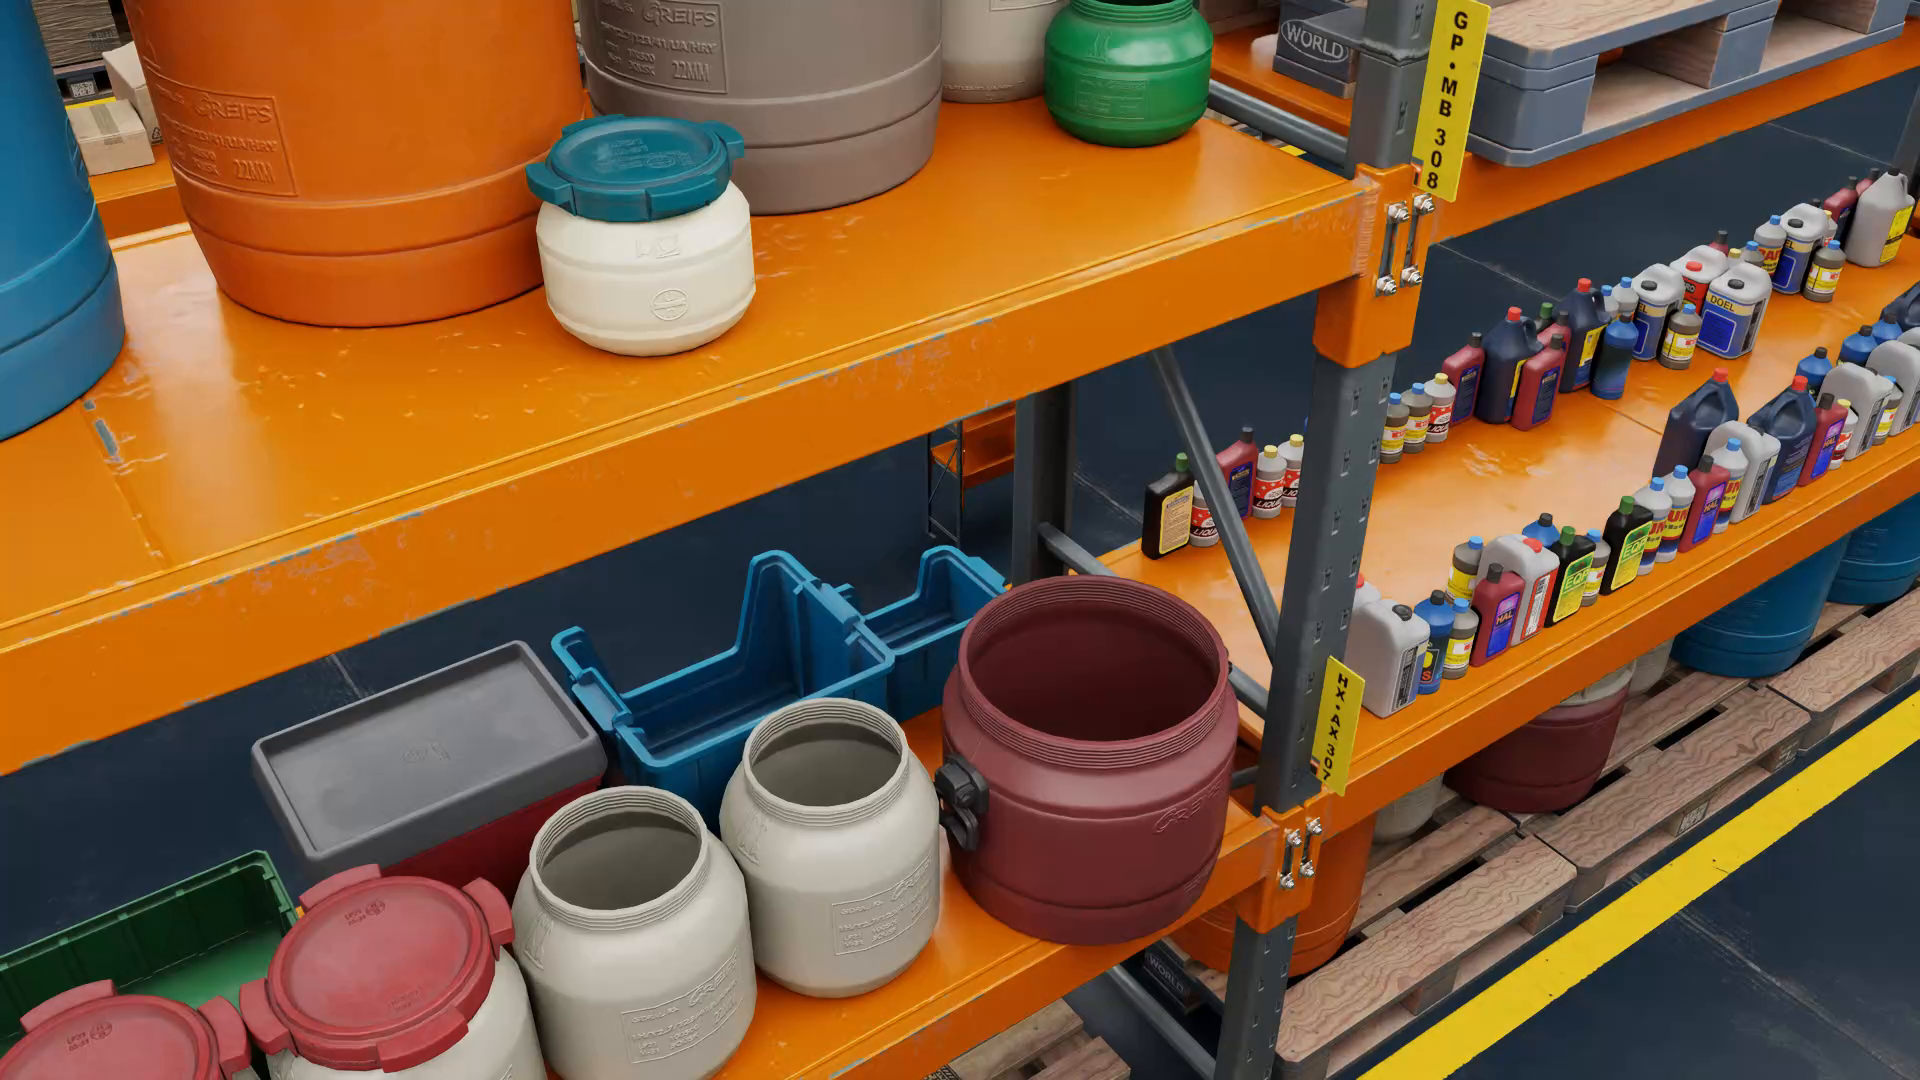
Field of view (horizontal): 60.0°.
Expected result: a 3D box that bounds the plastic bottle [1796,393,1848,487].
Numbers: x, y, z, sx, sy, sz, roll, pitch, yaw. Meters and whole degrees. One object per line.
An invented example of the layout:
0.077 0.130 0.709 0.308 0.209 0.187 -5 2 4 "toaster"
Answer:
2.428 -0.296 4.692 0.133 0.283 0.061 -22 41 -28 "plastic bottle"

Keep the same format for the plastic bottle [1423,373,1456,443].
1.403 -0.396 4.902 0.097 0.201 0.097 0 36 0 "plastic bottle"

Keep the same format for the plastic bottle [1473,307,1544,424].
1.641 -0.538 4.971 0.185 0.351 0.144 -22 41 -28 "plastic bottle"

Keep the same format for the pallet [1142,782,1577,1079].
1.088 1.047 5.113 1.213 0.211 1.003 -22 41 -28 "pallet"

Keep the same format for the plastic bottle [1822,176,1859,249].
3.083 -1.133 5.857 0.133 0.283 0.061 -22 41 -28 "plastic bottle"

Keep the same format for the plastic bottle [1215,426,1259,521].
0.741 -0.170 4.517 0.133 0.283 0.061 -22 41 -28 "plastic bottle"

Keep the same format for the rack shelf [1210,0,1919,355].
2.103 -1.398 4.172 4.000 0.370 1.077 -22 41 -28 "rack shelf"

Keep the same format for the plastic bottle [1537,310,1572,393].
1.782 -0.555 5.052 0.133 0.283 0.061 -22 41 -28 "plastic bottle"

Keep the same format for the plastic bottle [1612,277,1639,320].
2.083 -0.704 5.270 0.097 0.271 0.097 0 36 0 "plastic bottle"

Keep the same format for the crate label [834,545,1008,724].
-0.093 0.231 4.003 0.416 0.233 0.303 -22 41 -28 "crate label"

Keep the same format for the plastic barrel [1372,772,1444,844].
1.268 0.634 5.070 0.421 0.512 0.421 0 36 0 "plastic barrel"

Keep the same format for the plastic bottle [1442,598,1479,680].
1.198 0.231 4.030 0.097 0.201 0.097 0 36 0 "plastic bottle"

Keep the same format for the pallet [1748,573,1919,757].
3.083 0.226 6.255 1.213 0.211 1.003 -22 41 -28 "pallet"

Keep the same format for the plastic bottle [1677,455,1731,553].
1.978 -0.111 4.435 0.133 0.283 0.061 -22 41 -28 "plastic bottle"

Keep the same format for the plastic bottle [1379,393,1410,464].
1.244 -0.330 4.811 0.097 0.201 0.097 0 36 0 "plastic bottle"

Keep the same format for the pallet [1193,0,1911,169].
1.149 -1.152 3.375 1.213 0.211 1.003 -22 41 -28 "pallet"

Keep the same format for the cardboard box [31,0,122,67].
-5.798 -3.425 10.707 0.500 0.500 0.700 -22 41 -27 "cardboard box"

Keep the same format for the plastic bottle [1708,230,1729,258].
2.466 -0.880 5.504 0.133 0.283 0.061 -22 41 -28 "plastic bottle"

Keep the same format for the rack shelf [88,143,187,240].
-4.017 -1.200 6.466 4.000 0.370 1.077 -22 41 -28 "rack shelf"

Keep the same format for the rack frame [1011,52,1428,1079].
0.468 0.200 3.903 0.127 3.000 1.000 -22 41 -28 "rack frame"

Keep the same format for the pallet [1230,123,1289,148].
1.449 -2.609 10.197 1.213 0.211 1.003 -22 41 -28 "pallet"

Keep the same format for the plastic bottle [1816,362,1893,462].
2.591 -0.392 4.833 0.135 0.276 0.152 -22 41 -28 "plastic bottle"

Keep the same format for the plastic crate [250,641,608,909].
-1.029 0.572 3.331 0.583 0.464 0.402 -22 41 -28 "plastic crate"

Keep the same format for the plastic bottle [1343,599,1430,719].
1.008 0.259 3.927 0.135 0.276 0.152 -22 41 -28 "plastic bottle"

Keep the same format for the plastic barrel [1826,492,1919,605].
3.283 -0.289 6.020 0.708 0.901 0.600 -22 41 -28 "plastic barrel"

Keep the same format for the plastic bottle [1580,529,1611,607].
1.605 0.063 4.264 0.097 0.201 0.097 0 36 0 "plastic bottle"

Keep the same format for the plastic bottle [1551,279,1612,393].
1.901 -0.645 5.120 0.185 0.351 0.144 -22 41 -28 "plastic bottle"

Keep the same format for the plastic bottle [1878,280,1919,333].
2.940 -0.667 5.150 0.185 0.351 0.144 -22 41 -28 "plastic bottle"

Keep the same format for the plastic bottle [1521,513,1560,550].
1.461 0.050 4.221 0.097 0.271 0.097 0 36 0 "plastic bottle"

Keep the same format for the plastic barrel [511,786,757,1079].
-0.594 0.744 3.050 0.421 0.512 0.421 0 36 0 "plastic barrel"

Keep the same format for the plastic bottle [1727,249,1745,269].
2.571 -0.876 5.570 0.097 0.201 0.097 0 36 0 "plastic bottle"

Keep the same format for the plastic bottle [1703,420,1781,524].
2.141 -0.207 4.576 0.135 0.276 0.152 -22 41 -28 "plastic bottle"

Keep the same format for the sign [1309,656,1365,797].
0.790 0.394 3.493 0.005 0.325 0.100 -22 41 -28 "sign"

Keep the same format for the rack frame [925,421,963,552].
-0.064 -0.461 6.363 0.015 1.200 0.240 -22 41 -28 "rack frame"

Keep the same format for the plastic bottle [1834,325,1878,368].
2.693 -0.522 5.017 0.097 0.271 0.097 0 36 0 "plastic bottle"

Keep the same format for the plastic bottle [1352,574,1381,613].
0.920 0.187 4.028 0.135 0.276 0.152 -22 41 -28 "plastic bottle"

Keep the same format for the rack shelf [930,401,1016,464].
0.135 -0.488 6.516 0.480 0.148 0.258 -22 41 -28 "rack shelf"

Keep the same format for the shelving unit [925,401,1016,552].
0.135 -0.543 6.477 0.503 1.200 0.258 -22 41 -28 "shelving unit"

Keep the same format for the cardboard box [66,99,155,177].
-3.393 -1.607 6.631 0.250 0.149 0.380 -19 40 -25 "cardboard box"

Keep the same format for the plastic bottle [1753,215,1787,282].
2.730 -0.970 5.640 0.097 0.271 0.097 0 36 0 "plastic bottle"

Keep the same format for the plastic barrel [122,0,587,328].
-0.863 -0.799 2.356 0.708 0.830 0.600 -22 41 -28 "plastic barrel"

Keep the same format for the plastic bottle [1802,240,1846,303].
2.927 -0.915 5.623 0.097 0.201 0.097 0 36 0 "plastic bottle"

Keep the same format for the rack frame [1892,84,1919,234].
3.737 -1.145 5.774 0.127 3.000 1.000 -22 41 -28 "rack frame"

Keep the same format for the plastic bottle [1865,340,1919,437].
2.781 -0.470 4.941 0.135 0.276 0.152 -22 41 -28 "plastic bottle"

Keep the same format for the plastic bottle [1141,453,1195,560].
0.553 -0.092 4.409 0.133 0.283 0.061 -22 41 -28 "plastic bottle"

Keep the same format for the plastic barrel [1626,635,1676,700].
2.191 0.254 5.598 0.421 0.512 0.421 0 36 0 "plastic barrel"

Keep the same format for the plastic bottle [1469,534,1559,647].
1.386 0.104 4.143 0.135 0.276 0.152 -22 41 -28 "plastic bottle"

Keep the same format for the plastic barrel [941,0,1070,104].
0.037 -1.105 3.052 0.421 0.512 0.421 0 36 0 "plastic barrel"

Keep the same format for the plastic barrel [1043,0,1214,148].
0.295 -0.847 2.923 0.294 0.245 0.294 0 36 0 "plastic barrel"

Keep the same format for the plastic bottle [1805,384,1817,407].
2.368 -0.323 4.740 0.097 0.271 0.097 0 36 0 "plastic bottle"

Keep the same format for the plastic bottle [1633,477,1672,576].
1.794 -0.043 4.351 0.097 0.271 0.097 0 36 0 "plastic bottle"

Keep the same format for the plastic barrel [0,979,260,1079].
-1.294 1.026 2.637 0.433 0.535 0.433 0 36 0 "plastic barrel"

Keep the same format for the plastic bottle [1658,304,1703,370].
2.280 -0.648 5.252 0.097 0.201 0.097 0 36 0 "plastic bottle"

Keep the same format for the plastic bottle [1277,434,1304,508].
0.926 -0.199 4.628 0.097 0.201 0.097 0 36 0 "plastic bottle"

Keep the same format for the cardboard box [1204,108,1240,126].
1.355 -2.636 9.772 0.500 0.311 0.500 -22 41 -28 "cardboard box"

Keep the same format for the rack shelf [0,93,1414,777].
-1.167 -0.053 2.302 4.000 0.370 1.077 -22 41 -28 "rack shelf"

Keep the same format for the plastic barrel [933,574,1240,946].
0.263 0.446 3.445 0.708 0.536 0.600 -22 41 -28 "plastic barrel"

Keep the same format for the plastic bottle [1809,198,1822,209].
2.919 -1.048 5.749 0.097 0.271 0.097 0 36 0 "plastic bottle"
